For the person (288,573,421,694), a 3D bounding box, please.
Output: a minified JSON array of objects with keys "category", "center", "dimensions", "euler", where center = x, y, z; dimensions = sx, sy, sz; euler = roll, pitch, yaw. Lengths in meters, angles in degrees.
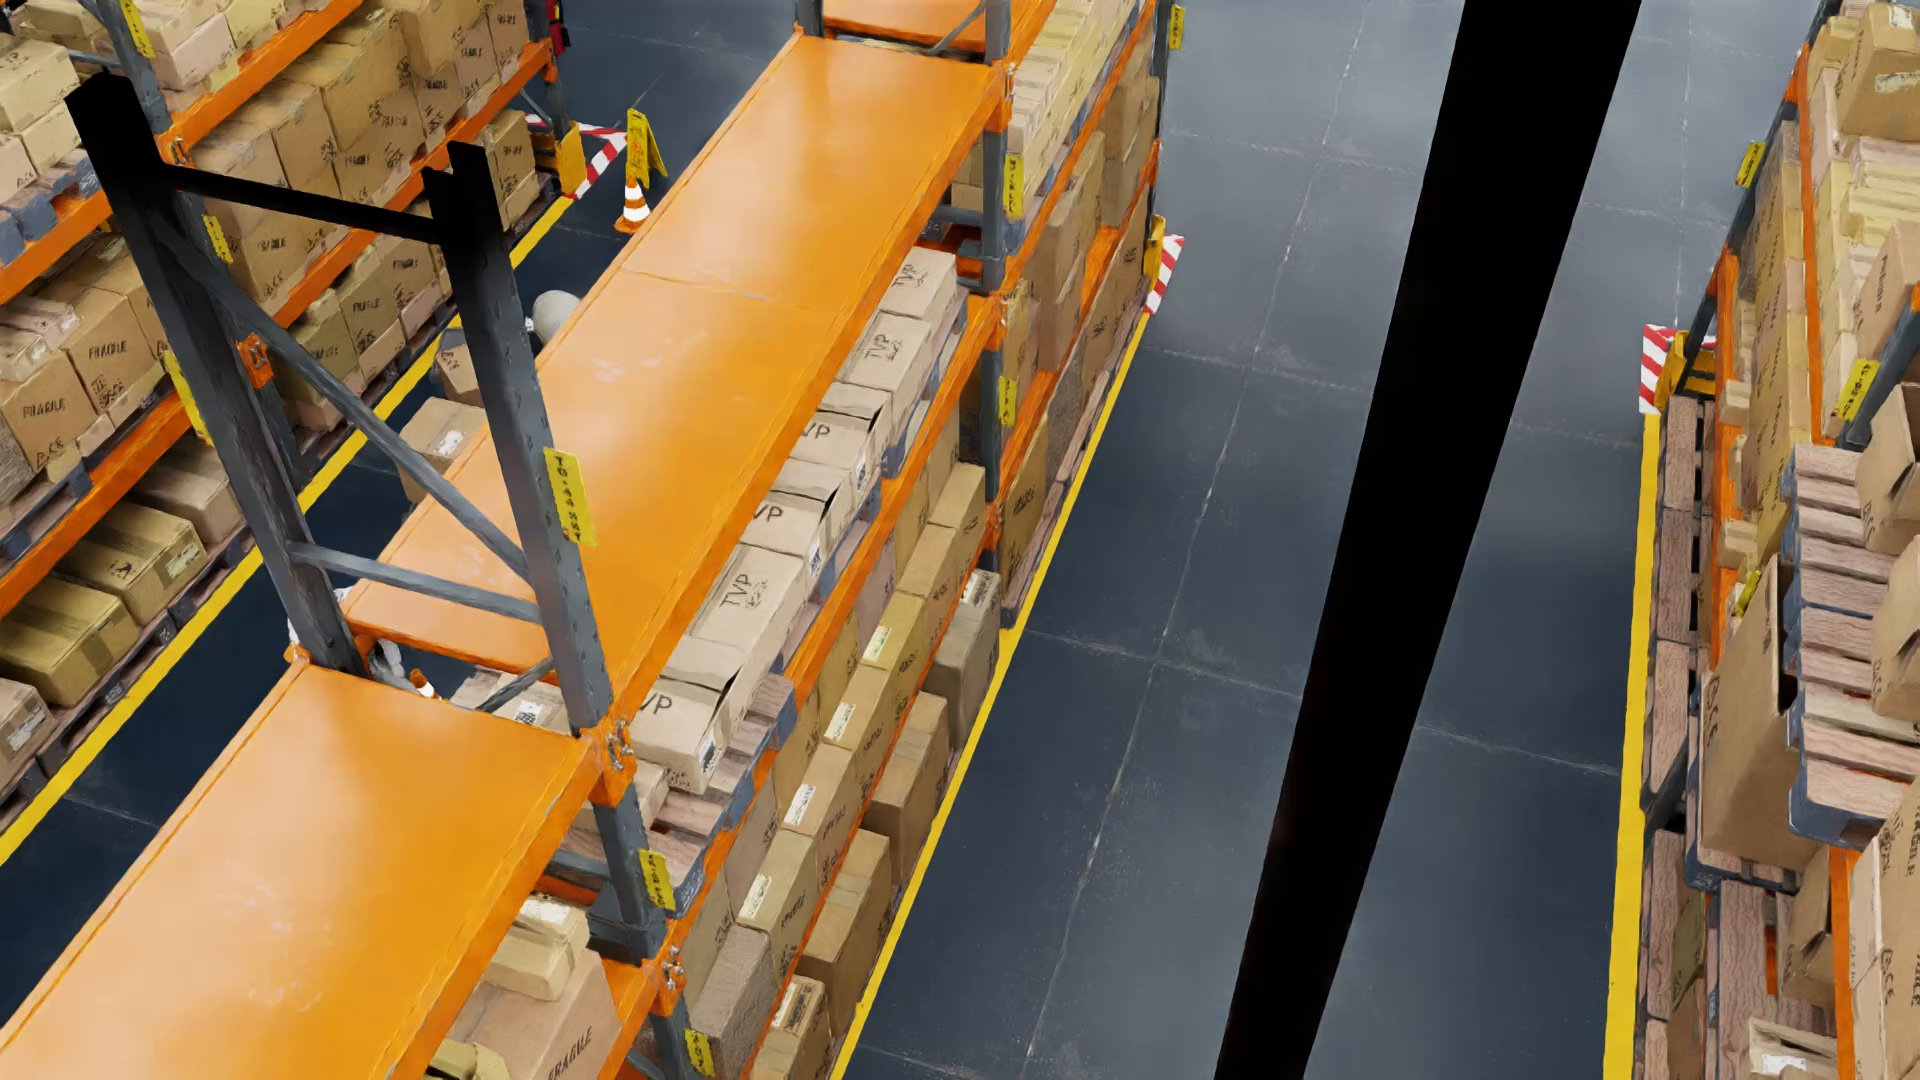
[{"category":"person","center":[-3.350,0.768,9.189],"dimensions":[0.576,1.660,0.548],"euler":[-34,54,-28]}]
